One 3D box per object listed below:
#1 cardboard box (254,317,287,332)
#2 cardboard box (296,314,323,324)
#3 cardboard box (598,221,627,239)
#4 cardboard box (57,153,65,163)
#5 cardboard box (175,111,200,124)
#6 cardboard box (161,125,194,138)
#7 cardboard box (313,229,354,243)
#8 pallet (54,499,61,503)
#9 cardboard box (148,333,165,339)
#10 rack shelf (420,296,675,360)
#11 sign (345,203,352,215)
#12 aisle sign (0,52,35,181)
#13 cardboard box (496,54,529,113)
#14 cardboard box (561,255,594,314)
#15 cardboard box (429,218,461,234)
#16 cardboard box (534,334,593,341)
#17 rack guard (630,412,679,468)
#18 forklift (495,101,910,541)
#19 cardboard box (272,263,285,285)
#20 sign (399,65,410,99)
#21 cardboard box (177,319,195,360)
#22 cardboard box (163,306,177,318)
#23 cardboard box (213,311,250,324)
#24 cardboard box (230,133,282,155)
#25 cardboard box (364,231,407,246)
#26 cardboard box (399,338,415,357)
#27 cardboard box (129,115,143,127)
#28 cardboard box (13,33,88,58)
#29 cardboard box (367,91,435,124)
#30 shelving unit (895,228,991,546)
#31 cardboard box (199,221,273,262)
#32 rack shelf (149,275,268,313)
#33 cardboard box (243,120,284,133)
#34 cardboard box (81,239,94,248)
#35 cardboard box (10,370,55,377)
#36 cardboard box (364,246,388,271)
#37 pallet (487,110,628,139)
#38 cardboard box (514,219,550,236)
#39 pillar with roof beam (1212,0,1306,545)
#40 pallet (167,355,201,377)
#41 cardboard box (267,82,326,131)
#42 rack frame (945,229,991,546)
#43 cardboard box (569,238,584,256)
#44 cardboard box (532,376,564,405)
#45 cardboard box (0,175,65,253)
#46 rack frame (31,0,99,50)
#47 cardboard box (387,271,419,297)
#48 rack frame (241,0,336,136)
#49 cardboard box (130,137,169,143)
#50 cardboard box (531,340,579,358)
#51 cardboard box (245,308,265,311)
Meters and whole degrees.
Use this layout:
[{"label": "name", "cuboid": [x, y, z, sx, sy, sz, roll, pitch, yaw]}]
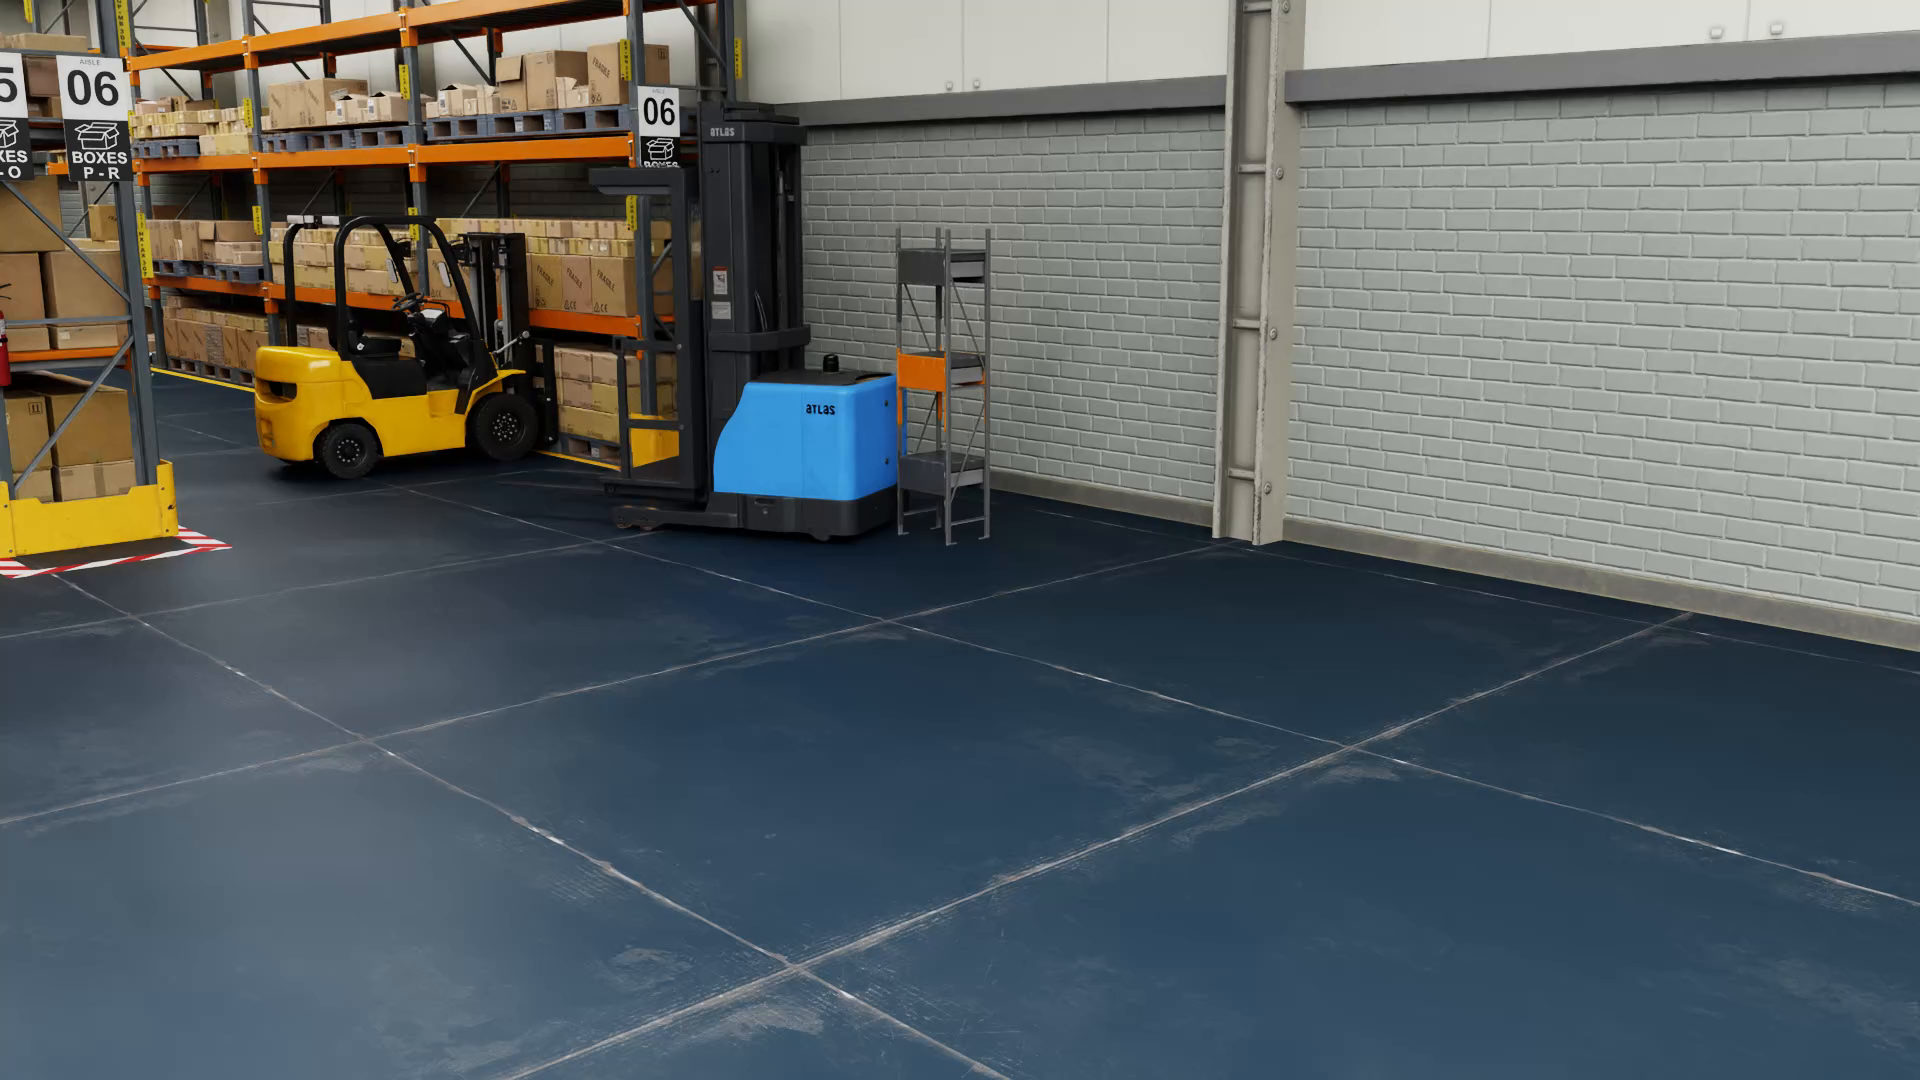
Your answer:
[{"label": "cardboard box", "cuboid": [-8.374, -2.634, 20.311, 0.250, 0.149, 0.380, 11, 16, 42]}, {"label": "cardboard box", "cuboid": [-8.149, -2.760, 20.919, 0.380, 0.149, 0.250, -10, 15, -41]}, {"label": "cardboard box", "cuboid": [-2.918, -2.698, 14.480, 0.380, 0.149, 0.250, -11, 16, -42]}, {"label": "cardboard box", "cuboid": [-13.323, -5.733, 24.994, 0.380, 0.149, 0.250, -10, 16, -41]}, {"label": "cardboard box", "cuboid": [-9.617, -5.307, 20.902, 0.380, 0.149, 0.250, -11, 16, -42]}, {"label": "cardboard box", "cuboid": [-9.987, -5.235, 21.289, 0.380, 0.149, 0.250, -11, 16, -43]}, {"label": "cardboard box", "cuboid": [-7.077, -3.436, 18.800, 0.380, 0.149, 0.250, -11, 16, -42]}, {"label": "pallet", "cuboid": [-6.501, -0.207, 11.895, 1.003, 0.211, 1.213, -11, 16, -43]}, {"label": "cardboard box", "cuboid": [-11.456, -2.841, 23.504, 0.396, 0.266, 0.258, -10, 15, -41]}, {"label": "rack shelf", "cuboid": [-3.707, -2.070, 15.810, 1.077, 0.370, 4.000, -11, 16, -43]}, {"label": "sign", "cuboid": [-7.451, -3.943, 20.249, 0.100, 0.325, 0.005, -11, 16, -43]}, {"label": "aisle sign", "cuboid": [-6.080, -2.662, 10.458, 0.394, 0.787, 0.004, -11, 16, -43]}, {"label": "cardboard box", "cuboid": [-3.819, -4.190, 15.337, 0.797, 0.503, 0.637, -10, 15, -41]}, {"label": "cardboard box", "cuboid": [-3.207, -2.292, 14.856, 0.500, 0.500, 0.500, -10, 15, -41]}, {"label": "cardboard box", "cuboid": [-5.082, -3.139, 16.622, 0.380, 0.149, 0.250, -10, 16, -41]}, {"label": "cardboard box", "cuboid": [-3.908, -1.871, 16.355, 0.500, 0.250, 0.500, -11, 16, -42]}, {"label": "rack guard", "cuboid": [-2.309, -0.903, 14.556, 1.175, 0.500, 0.348, -11, 16, -43]}, {"label": "forklift", "cuboid": [-1.933, -1.595, 11.889, 3.031, 2.935, 1.130, 5, 12, 21]}, {"label": "cardboard box", "cuboid": [-7.720, -3.126, 19.523, 0.500, 0.250, 0.500, -11, 16, -42]}, {"label": "sign", "cuboid": [-5.473, -4.514, 16.394, 0.100, 0.325, 0.005, -11, 16, -43]}, {"label": "cardboard box", "cuboid": [-10.066, -2.685, 22.166, 0.500, 0.500, 0.500, -11, 16, -43]}, {"label": "cardboard box", "cuboid": [-10.557, -3.092, 22.532, 0.380, 0.149, 0.250, -10, 15, -40]}, {"label": "cardboard box", "cuboid": [-9.403, -2.875, 21.478, 0.380, 0.149, 0.250, -11, 16, -42]}, {"label": "cardboard box", "cuboid": [-8.380, -4.735, 19.900, 0.500, 0.250, 0.500, 11, 16, 43]}, {"label": "cardboard box", "cuboid": [-6.084, -3.198, 17.647, 0.250, 0.149, 0.380, 11, 16, 43]}, {"label": "cardboard box", "cuboid": [-5.456, -1.832, 17.714, 0.875, 0.625, 0.625, -10, 15, -40]}, {"label": "cardboard box", "cuboid": [-10.723, -5.524, 21.953, 0.380, 0.149, 0.250, -10, 15, -41]}, {"label": "cardboard box", "cuboid": [-6.011, -3.256, 10.993, 0.380, 0.149, 0.250, -11, 16, -43]}, {"label": "cardboard box", "cuboid": [-5.764, -4.466, 17.156, 0.500, 0.311, 0.500, 11, 16, 43]}, {"label": "shelving unit", "cuboid": [-0.114, -1.053, 11.317, 0.431, 2.100, 0.503, -11, 16, -43]}, {"label": "cardboard box", "cuboid": [-9.111, -3.767, 20.966, 0.637, 0.503, 0.797, 11, 16, 44]}, {"label": "rack shelf", "cuboid": [-9.231, -3.238, 21.477, 1.077, 0.370, 4.000, -11, 16, -43]}, {"label": "cardboard box", "cuboid": [-8.269, -4.908, 19.748, 0.380, 0.149, 0.250, -10, 16, -41]}, {"label": "cardboard box", "cuboid": [-12.555, -4.287, 24.422, 0.500, 0.250, 0.500, -11, 16, -44]}, {"label": "cardboard box", "cuboid": [-7.367, -1.051, 12.996, 0.500, 0.500, 0.500, -10, 15, -40]}, {"label": "cardboard box", "cuboid": [-5.972, -2.996, 17.653, 0.500, 0.250, 0.500, 11, 16, 44]}, {"label": "pallet", "cuboid": [-3.642, -3.842, 15.410, 1.003, 0.211, 1.213, -11, 16, -43]}, {"label": "cardboard box", "cuboid": [-3.950, -2.928, 15.599, 0.380, 0.149, 0.250, -11, 16, -42]}, {"label": "pillar with roof beam", "cuboid": [-1.124, -3.821, 7.656, 9.100, 9.000, 0.400, -11, 16, -43]}, {"label": "pallet", "cuboid": [-10.023, -2.403, 22.552, 1.003, 0.211, 1.213, -11, 16, -43]}, {"label": "cardboard box", "cuboid": [-7.526, -4.932, 18.945, 0.500, 0.500, 0.500, -11, 16, -42]}, {"label": "rack frame", "cuboid": [0.054, -1.017, 11.144, 0.400, 2.100, 0.015, -11, 16, -43]}, {"label": "cardboard box", "cuboid": [-3.263, -2.626, 14.871, 0.380, 0.149, 0.250, -11, 16, -43]}, {"label": "cardboard box", "cuboid": [-3.598, -1.409, 15.353, 0.500, 0.250, 0.500, -11, 16, -44]}, {"label": "cardboard box", "cuboid": [-6.423, -2.167, 11.034, 0.500, 0.500, 0.700, 11, 16, 44]}, {"label": "rack frame", "cuboid": [-13.375, -7.404, 25.049, 1.000, 3.000, 0.127, -11, 16, -43]}, {"label": "cardboard box", "cuboid": [-5.625, -2.678, 17.349, 0.500, 0.250, 0.500, -10, 16, -41]}, {"label": "rack frame", "cuboid": [-7.850, -6.237, 19.382, 1.000, 3.000, 0.127, -11, 16, -43]}, {"label": "cardboard box", "cuboid": [-11.127, -5.459, 22.676, 0.500, 0.250, 0.500, -11, 16, -42]}, {"label": "cardboard box", "cuboid": [-3.926, -1.724, 15.643, 0.500, 0.250, 0.500, -11, 16, -44]}, {"label": "cardboard box", "cuboid": [-9.225, -2.985, 22.012, 0.380, 0.149, 0.250, -11, 16, -42]}]
